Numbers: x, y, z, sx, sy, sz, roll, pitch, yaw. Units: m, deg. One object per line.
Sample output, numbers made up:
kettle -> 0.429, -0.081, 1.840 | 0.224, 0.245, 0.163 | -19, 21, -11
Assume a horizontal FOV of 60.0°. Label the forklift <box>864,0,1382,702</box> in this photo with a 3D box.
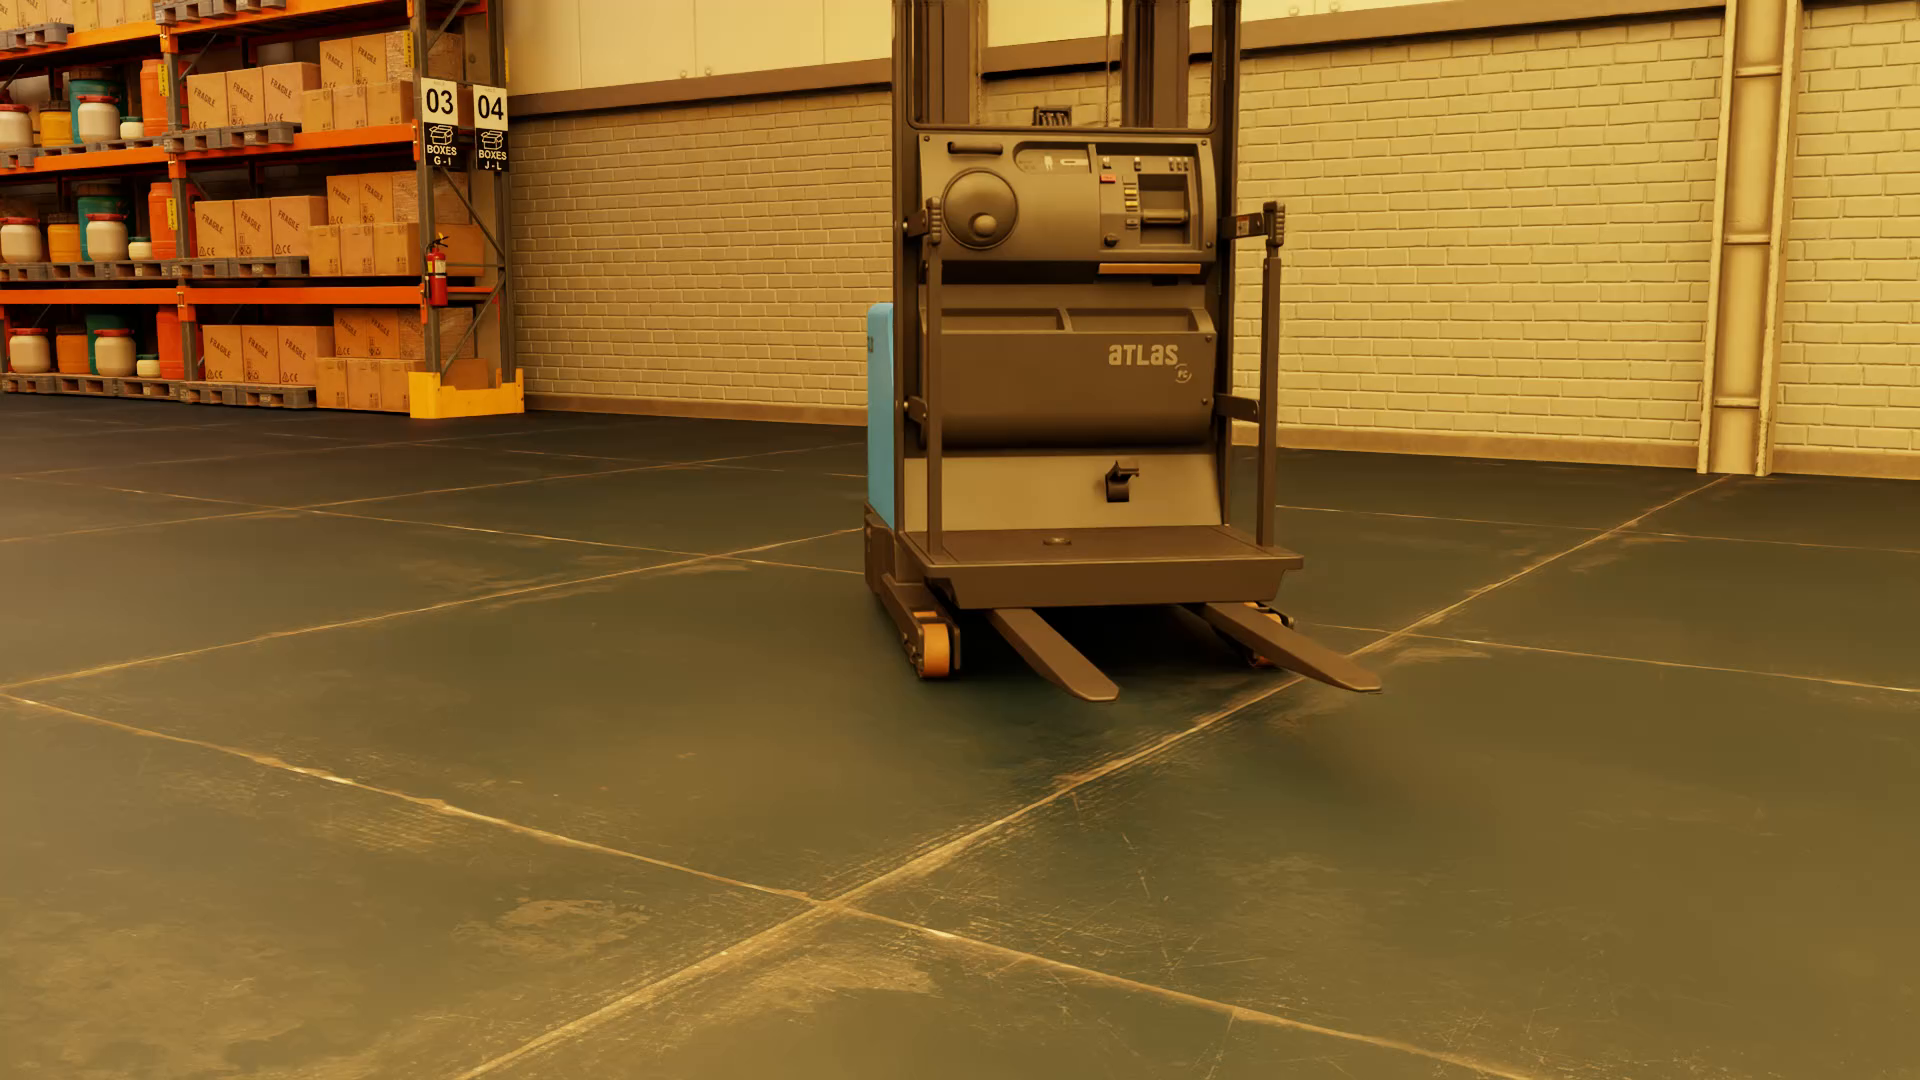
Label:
forklift -> 0.372, -1.103, 4.951 | 1.130, 2.935, 3.031 | -1, 8, -9
